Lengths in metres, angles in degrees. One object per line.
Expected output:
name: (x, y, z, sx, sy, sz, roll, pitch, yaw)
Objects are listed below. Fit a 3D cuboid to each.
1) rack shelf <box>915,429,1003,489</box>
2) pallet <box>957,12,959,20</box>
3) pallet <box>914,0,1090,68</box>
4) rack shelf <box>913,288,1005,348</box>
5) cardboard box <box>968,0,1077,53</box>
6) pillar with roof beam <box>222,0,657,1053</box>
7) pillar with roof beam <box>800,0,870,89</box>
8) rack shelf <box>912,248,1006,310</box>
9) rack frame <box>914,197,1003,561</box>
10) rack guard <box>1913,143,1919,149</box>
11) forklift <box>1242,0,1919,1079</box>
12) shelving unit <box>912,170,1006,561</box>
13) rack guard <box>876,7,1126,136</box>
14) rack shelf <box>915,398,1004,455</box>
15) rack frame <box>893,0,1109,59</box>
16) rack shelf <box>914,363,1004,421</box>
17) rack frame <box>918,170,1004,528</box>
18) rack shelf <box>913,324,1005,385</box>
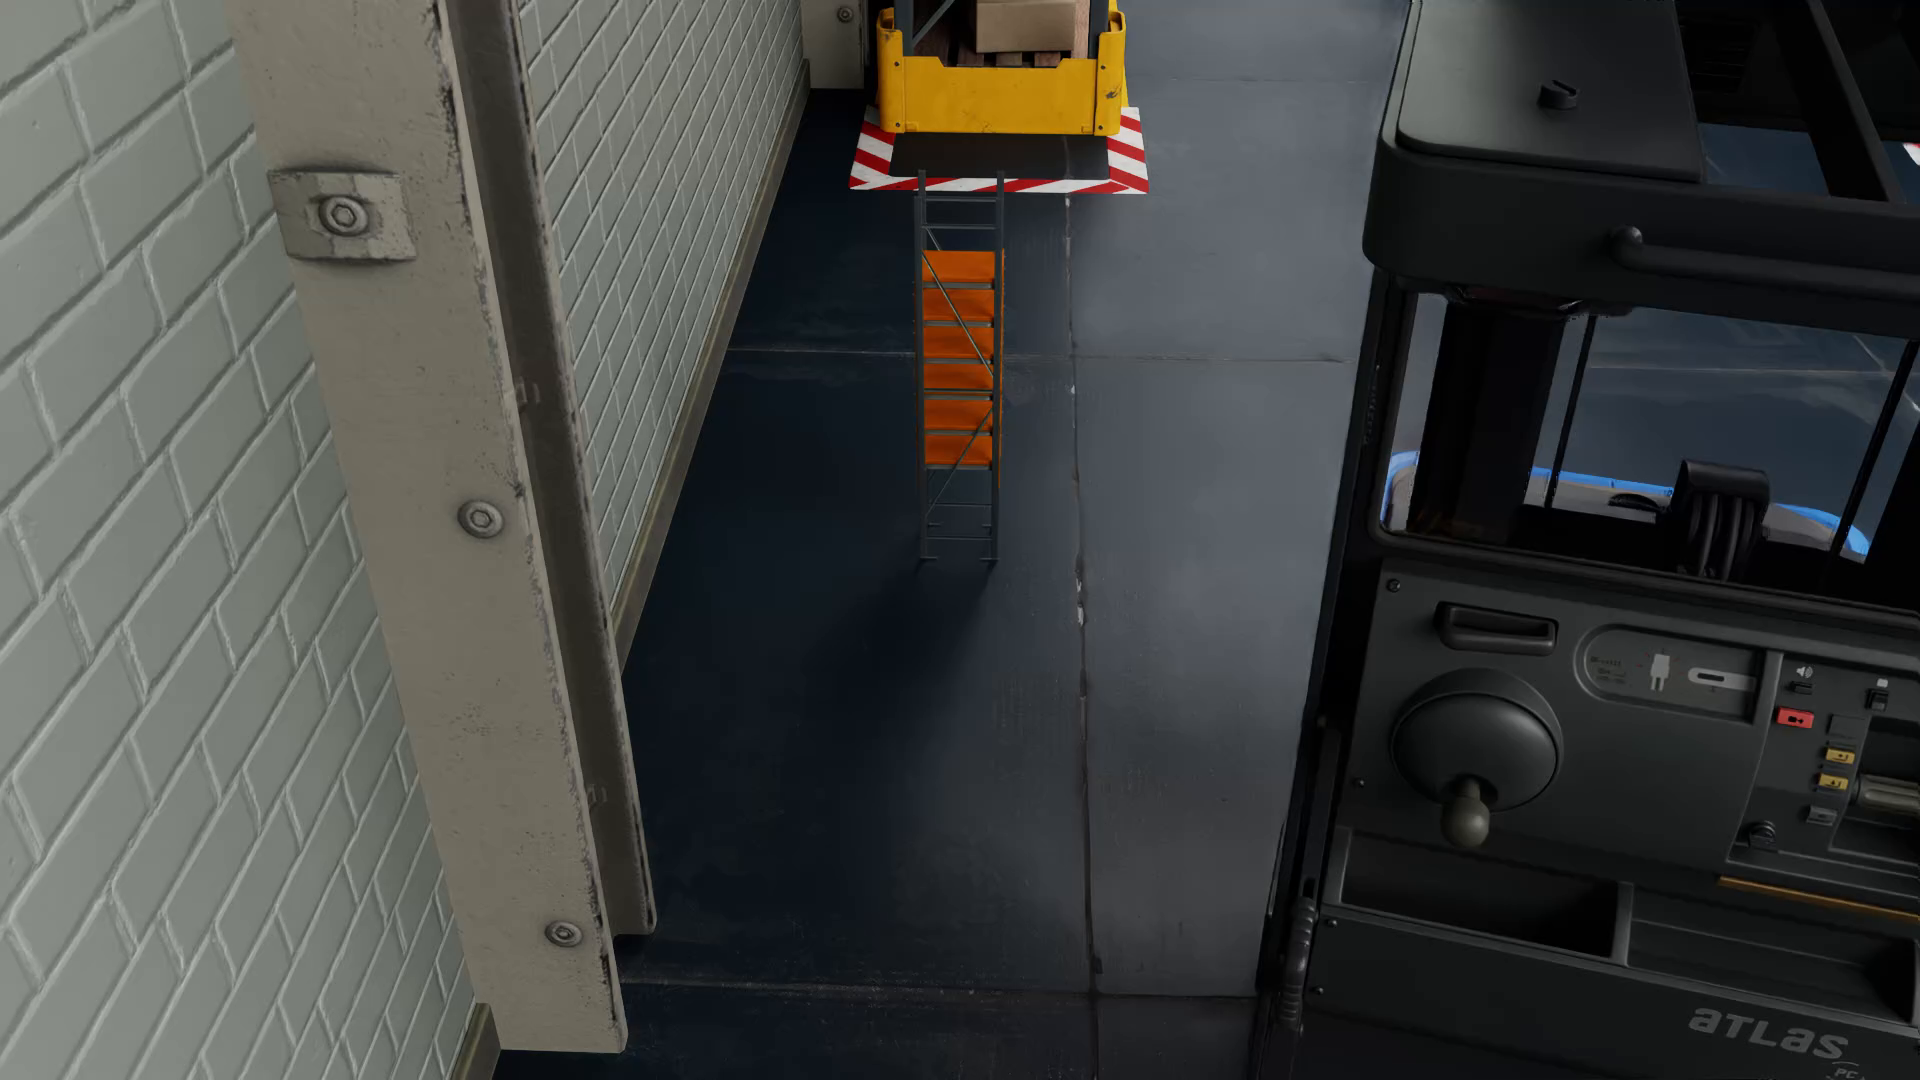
rack shelf: (-0.001, -0.250, 5.057, 0.258, 0.103, 0.180, 1, 35, 2)
pallet: (0.315, -3.312, 9.780, 1.003, 0.211, 1.213, 1, 35, 2)
pallet: (0.263, -2.613, 8.785, 1.003, 0.211, 1.213, 1, 35, 2)
rack shelf: (-0.001, -0.643, 4.781, 0.258, 0.103, 0.180, 1, 35, 2)
cardboard box: (0.310, -2.720, 8.467, 0.500, 0.311, 0.500, -2, 35, -3)
pillar with roof beam: (3.417, -2.575, 1.087, 9.100, 9.000, 0.400, 1, 35, 2)
pillar with roof beam: (3.658, -6.022, 5.992, 9.100, 9.000, 0.400, 1, 35, 2)
rack shelf: (-0.001, -0.741, 4.712, 0.258, 0.103, 0.180, 1, 35, 2)
rack frame: (-0.004, -0.430, 4.818, 0.240, 1.200, 0.006, 1, 35, 2)
rack guard: (5.141, -2.096, 7.797, 1.175, 0.500, 0.348, 1, 35, 2)
forklift: (0.992, 0.355, 2.196, 1.130, 2.935, 3.031, 9, 36, 13)
shelving unit: (-0.001, -0.483, 4.893, 0.258, 1.200, 0.189, 1, 35, 2)
rack guard: (0.195, -2.266, 8.039, 1.175, 0.500, 0.348, 1, 35, 2)
rack shelf: (-0.001, -0.348, 4.988, 0.258, 0.103, 0.180, 1, 35, 2)
rack frame: (0.192, -3.245, 7.258, 1.000, 3.000, 0.127, 1, 35, 2)
rack shelf: (-0.001, -0.446, 4.919, 0.258, 0.103, 0.180, 1, 35, 2)
rack frame: (0.003, -0.535, 4.968, 0.240, 1.200, 0.006, 1, 35, 2)
rack shelf: (-0.001, -0.544, 4.850, 0.258, 0.103, 0.180, 1, 35, 2)
